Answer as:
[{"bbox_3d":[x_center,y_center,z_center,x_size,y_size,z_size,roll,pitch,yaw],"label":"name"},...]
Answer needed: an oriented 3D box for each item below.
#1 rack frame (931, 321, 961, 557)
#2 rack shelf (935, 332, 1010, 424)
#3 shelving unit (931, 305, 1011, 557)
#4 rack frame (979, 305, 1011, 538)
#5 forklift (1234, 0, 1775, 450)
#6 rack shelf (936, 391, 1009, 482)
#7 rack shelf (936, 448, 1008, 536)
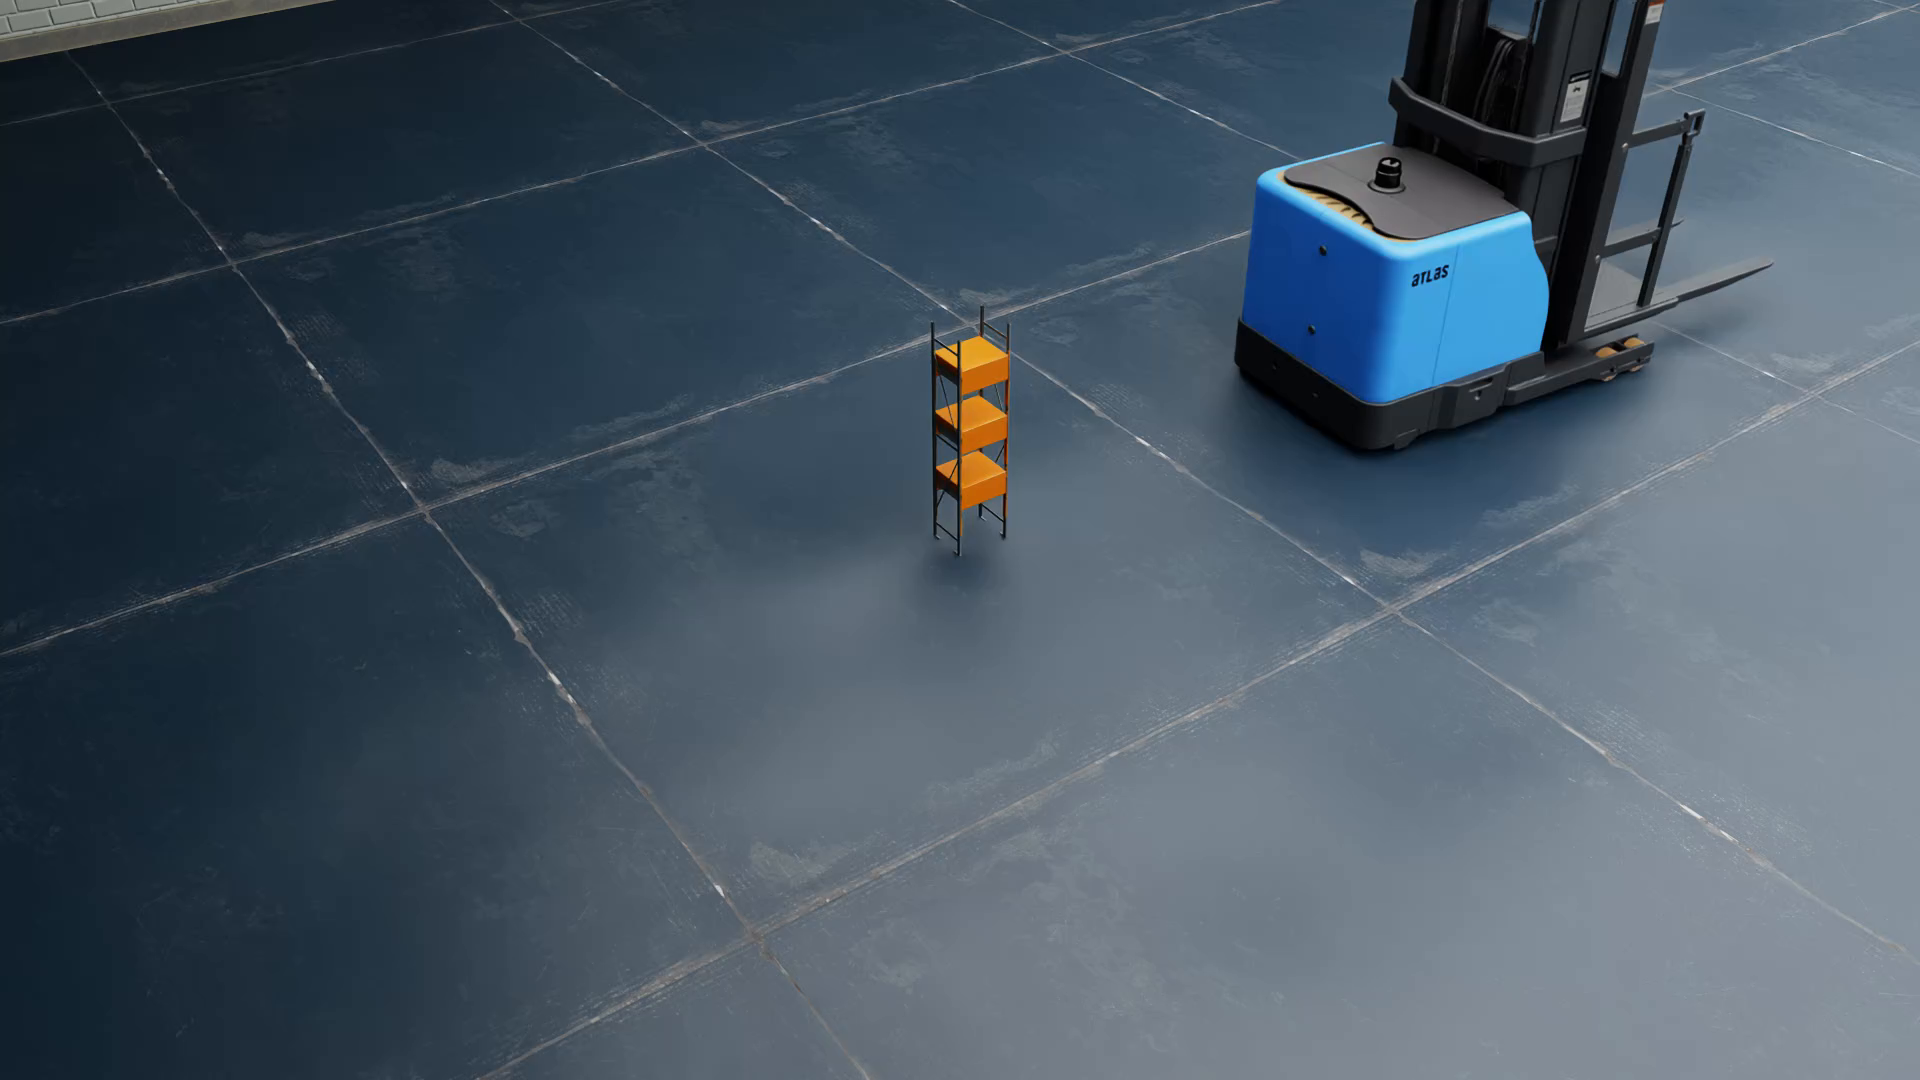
[{"bbox_3d":[-0.056,-0.403,6.911,0.008,1.050,0.200,-22,41,-28],"label":"rack frame"},{"bbox_3d":[0.044,-0.666,6.809,0.240,0.259,0.215,-22,41,-28],"label":"rack shelf"},{"bbox_3d":[0.044,-0.444,6.968,0.252,1.050,0.215,-22,41,-28],"label":"shelving unit"},{"bbox_3d":[0.143,-0.485,7.026,0.008,1.050,0.200,-22,41,-28],"label":"rack frame"},{"bbox_3d":[2.916,-2.236,7.849,3.031,2.935,1.130,-19,40,-24],"label":"forklift"},{"bbox_3d":[0.044,-0.436,6.975,0.240,0.259,0.215,-22,41,-28],"label":"rack shelf"},{"bbox_3d":[0.044,-0.210,7.137,0.240,0.259,0.215,-22,41,-28],"label":"rack shelf"}]
